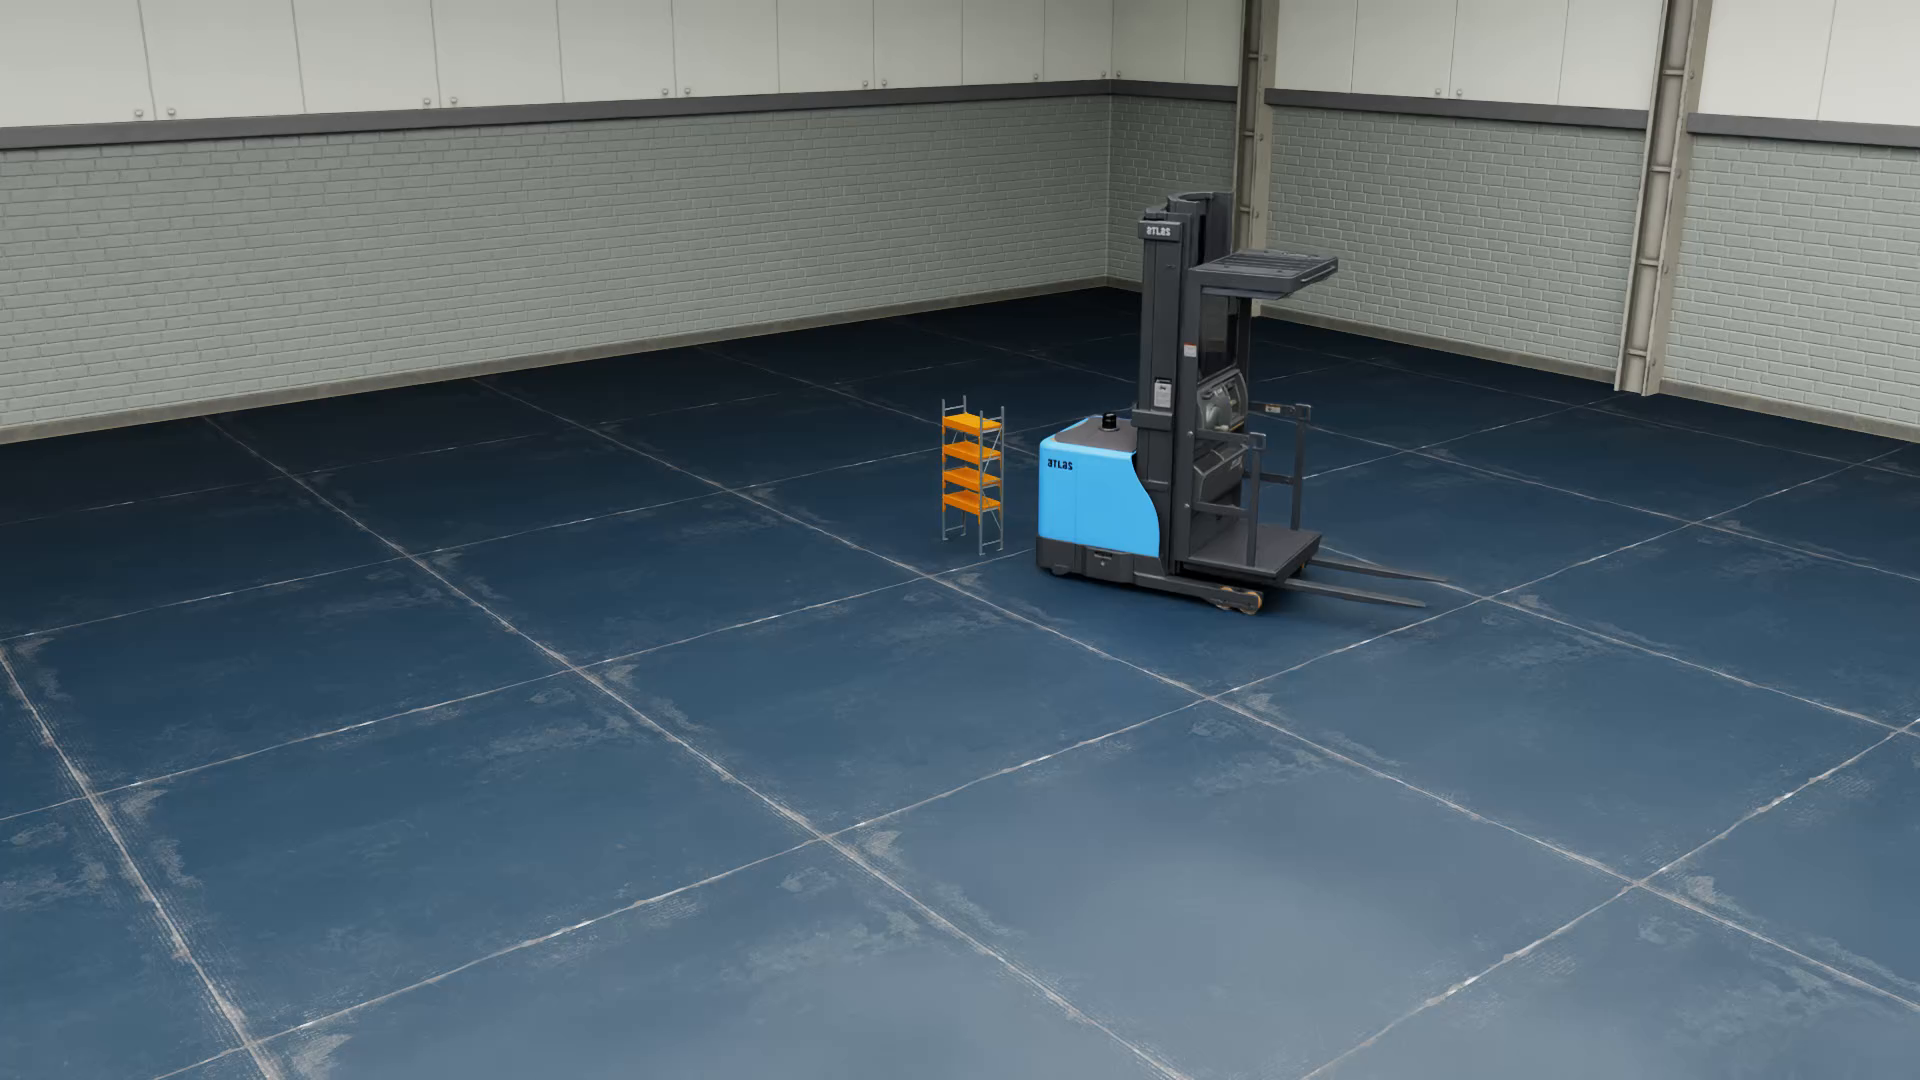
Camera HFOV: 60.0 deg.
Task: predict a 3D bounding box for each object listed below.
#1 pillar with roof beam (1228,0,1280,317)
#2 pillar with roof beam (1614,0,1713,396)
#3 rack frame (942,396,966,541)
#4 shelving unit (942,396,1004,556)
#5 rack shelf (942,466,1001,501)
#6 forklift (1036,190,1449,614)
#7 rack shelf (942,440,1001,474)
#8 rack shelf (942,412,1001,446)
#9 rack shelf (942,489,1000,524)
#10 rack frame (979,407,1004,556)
[{"bbox_3d":[0.630,-6.610,19.510,9.100,9.000,0.400,-14,23,-36],"label":"pillar with roof beam"},{"bbox_3d":[4.356,-5.132,15.045,9.100,9.000,0.400,-14,23,-36],"label":"pillar with roof beam"},{"bbox_3d":[-0.049,-0.589,13.732,0.240,1.200,0.015,-14,23,-36],"label":"rack frame"},{"bbox_3d":[0.103,-0.529,13.551,0.258,1.200,0.503,-14,23,-36],"label":"shelving unit"},{"bbox_3d":[0.103,-0.465,13.572,0.258,0.148,0.480,-14,23,-36],"label":"rack shelf"},{"bbox_3d":[2.134,-1.036,12.330,3.031,2.935,1.130,10,21,28],"label":"forklift"},{"bbox_3d":[0.103,-0.677,13.502,0.258,0.148,0.480,-14,23,-36],"label":"rack shelf"},{"bbox_3d":[0.103,-0.902,13.427,0.258,0.148,0.480,-14,23,-36],"label":"rack shelf"},{"bbox_3d":[0.103,-0.276,13.634,0.258,0.148,0.480,-14,23,-36],"label":"rack shelf"},{"bbox_3d":[0.254,-0.469,13.369,0.240,1.200,0.015,-14,23,-36],"label":"rack frame"}]
